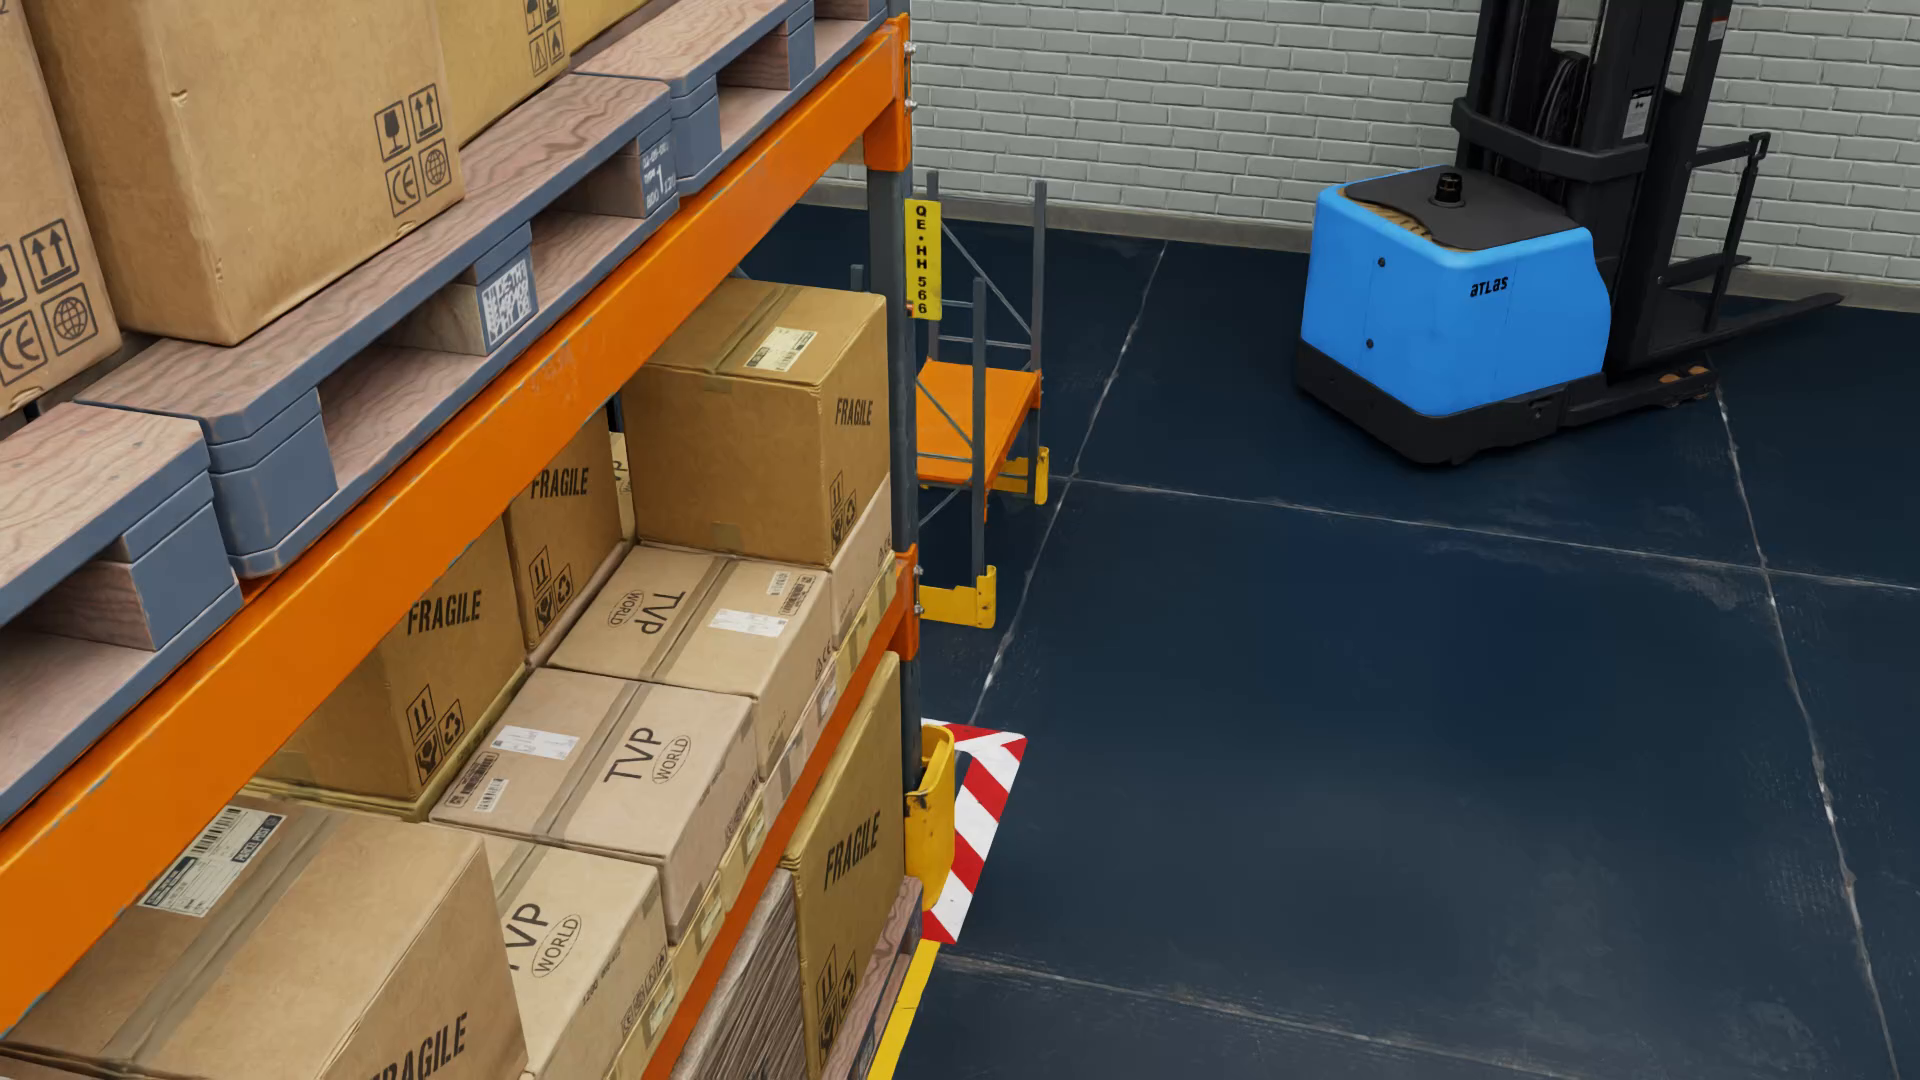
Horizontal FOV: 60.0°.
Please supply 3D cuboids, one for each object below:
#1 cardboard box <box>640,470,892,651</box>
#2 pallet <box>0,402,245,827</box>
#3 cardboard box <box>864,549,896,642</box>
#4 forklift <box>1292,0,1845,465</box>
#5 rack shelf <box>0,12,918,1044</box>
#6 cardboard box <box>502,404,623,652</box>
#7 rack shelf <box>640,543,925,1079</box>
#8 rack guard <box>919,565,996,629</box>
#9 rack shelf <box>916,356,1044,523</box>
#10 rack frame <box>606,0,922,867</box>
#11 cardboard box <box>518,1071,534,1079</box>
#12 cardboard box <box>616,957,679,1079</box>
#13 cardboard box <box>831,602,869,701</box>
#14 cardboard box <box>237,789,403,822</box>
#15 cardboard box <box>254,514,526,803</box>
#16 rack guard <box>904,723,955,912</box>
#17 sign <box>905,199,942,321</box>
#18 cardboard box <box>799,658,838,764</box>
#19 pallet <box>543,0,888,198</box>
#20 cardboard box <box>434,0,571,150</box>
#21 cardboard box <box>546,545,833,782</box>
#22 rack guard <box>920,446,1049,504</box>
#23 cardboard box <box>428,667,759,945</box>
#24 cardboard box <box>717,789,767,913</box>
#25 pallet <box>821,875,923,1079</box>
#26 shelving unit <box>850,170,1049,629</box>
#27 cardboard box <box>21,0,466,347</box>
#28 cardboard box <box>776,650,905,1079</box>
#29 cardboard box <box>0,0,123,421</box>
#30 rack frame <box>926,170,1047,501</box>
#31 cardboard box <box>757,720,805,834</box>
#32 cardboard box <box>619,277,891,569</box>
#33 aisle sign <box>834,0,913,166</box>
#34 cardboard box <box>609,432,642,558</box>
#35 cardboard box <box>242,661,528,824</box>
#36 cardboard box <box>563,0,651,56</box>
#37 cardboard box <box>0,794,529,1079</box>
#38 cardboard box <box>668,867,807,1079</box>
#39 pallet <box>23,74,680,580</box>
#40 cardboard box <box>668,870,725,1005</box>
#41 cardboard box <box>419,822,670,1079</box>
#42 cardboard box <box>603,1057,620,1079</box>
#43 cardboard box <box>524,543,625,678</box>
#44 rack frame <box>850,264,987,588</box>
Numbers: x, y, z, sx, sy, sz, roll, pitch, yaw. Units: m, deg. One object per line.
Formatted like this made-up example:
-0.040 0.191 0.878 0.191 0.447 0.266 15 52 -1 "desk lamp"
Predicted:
-0.485 0.013 4.297 0.500 0.250 0.500 7 33 12 "cardboard box"
-1.416 0.211 1.408 1.003 0.211 1.213 8 33 12 "pallet"
-0.390 0.123 4.495 0.380 0.149 0.250 9 33 13 "cardboard box"
3.226 -2.131 7.869 3.031 2.935 1.130 -15 36 -23 "forklift"
-1.126 -0.137 2.544 1.077 0.370 4.000 8 33 12 "rack shelf"
-1.128 -0.120 3.806 0.500 0.500 0.500 7 33 11 "cardboard box"
-1.126 1.129 3.349 1.077 0.370 4.000 8 33 12 "rack shelf"
-0.146 0.192 6.714 0.587 0.250 0.087 8 33 12 "rack guard"
-0.022 -0.437 6.874 0.538 0.185 1.000 8 33 12 "rack shelf"
-0.619 -0.213 4.789 1.000 3.000 0.127 8 33 12 "rack frame"
-1.004 1.066 2.640 0.500 0.250 0.500 9 33 14 "cardboard box"
-0.779 0.916 3.247 0.380 0.149 0.250 9 33 13 "cardboard box"
-0.455 0.258 4.282 0.380 0.149 0.250 8 33 13 "cardboard box"
-1.385 0.740 3.153 0.500 0.250 0.500 7 33 11 "cardboard box"
-1.254 0.150 3.382 0.500 0.500 0.500 7 33 11 "cardboard box"
-0.613 0.830 5.479 1.175 0.500 0.348 8 33 12 "rack guard"
-0.097 -0.720 4.287 0.100 0.325 0.005 8 33 12 "sign"
-0.520 0.389 4.077 0.380 0.149 0.250 8 33 12 "cardboard box"
-0.797 -1.055 3.400 1.003 0.211 1.213 8 33 12 "pallet"
-1.042 -0.913 2.516 0.700 0.500 0.500 6 33 9 "cardboard box"
-0.614 0.276 3.883 0.500 0.250 0.500 7 33 12 "cardboard box"
0.107 -0.324 7.527 0.587 0.250 0.087 8 33 12 "rack guard"
-0.743 0.540 3.467 0.500 0.250 0.500 7 33 11 "cardboard box"
-0.648 0.653 3.661 0.380 0.149 0.250 7 33 11 "cardboard box"
-0.746 1.390 4.867 1.003 0.211 1.213 8 33 12 "pallet"
-0.019 -0.593 6.785 0.587 1.500 1.083 8 33 12 "shelving unit"
-1.082 -0.609 2.039 0.700 0.500 0.500 9 34 14 "cardboard box"
-0.704 0.850 4.707 0.875 0.875 0.875 8 33 12 "cardboard box"
-1.352 -0.357 1.642 0.700 0.500 0.500 10 34 15 "cardboard box"
0.107 -0.852 7.193 0.500 1.500 0.032 8 33 12 "rack frame"
-0.584 0.518 3.873 0.380 0.149 0.250 9 33 13 "cardboard box"
-0.488 -0.303 4.094 0.500 0.500 0.500 8 33 13 "cardboard box"
-0.310 -1.306 4.086 0.394 0.787 0.004 8 33 12 "aisle sign"
-1.002 -0.063 4.415 0.500 0.250 0.500 7 33 11 "cardboard box"
-1.258 0.468 3.580 0.500 0.250 0.500 7 33 11 "cardboard box"
-0.958 -1.188 2.948 0.700 0.500 0.500 7 33 11 "cardboard box"
-1.005 0.745 2.445 0.500 0.500 0.500 7 33 11 "cardboard box"
-0.935 1.322 3.964 0.875 0.875 0.875 8 33 12 "cardboard box"
-1.104 -0.420 2.401 1.003 0.211 1.213 8 33 12 "pallet"
-0.714 0.788 3.449 0.380 0.149 0.250 8 33 13 "cardboard box"
-0.871 0.811 3.041 0.500 0.250 0.500 8 33 12 "cardboard box"
-0.843 1.052 3.034 0.380 0.149 0.250 7 33 11 "cardboard box"
-1.127 0.208 3.989 0.500 0.250 0.500 8 33 12 "cardboard box"
-0.151 -0.325 6.363 0.500 1.500 0.032 8 33 12 "rack frame"
